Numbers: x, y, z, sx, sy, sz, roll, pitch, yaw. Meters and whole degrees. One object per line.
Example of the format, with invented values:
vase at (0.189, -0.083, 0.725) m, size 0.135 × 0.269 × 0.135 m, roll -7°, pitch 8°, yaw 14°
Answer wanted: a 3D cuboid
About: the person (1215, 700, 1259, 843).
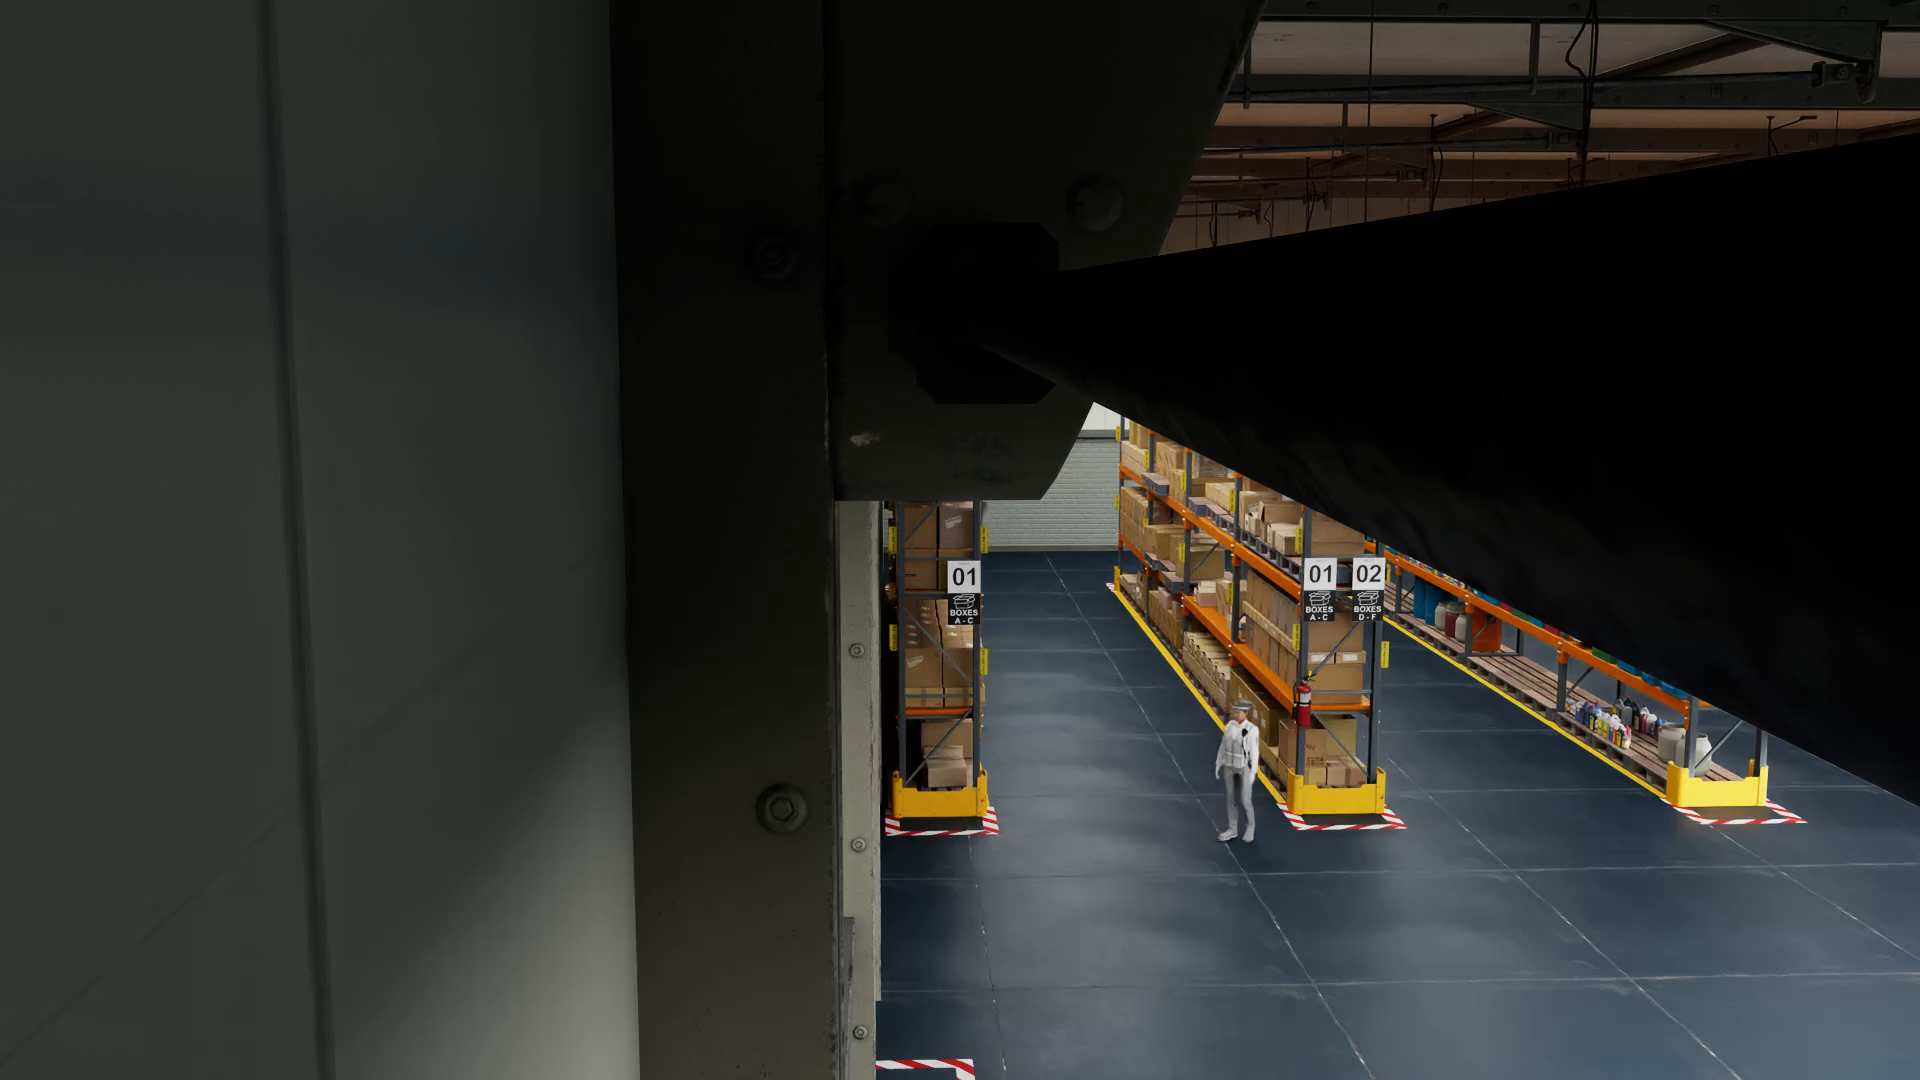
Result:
person at (3.241, 2.704, 19.576) m, size 0.515 × 1.692 × 0.400 m, roll 6°, pitch 10°, yaw 35°
